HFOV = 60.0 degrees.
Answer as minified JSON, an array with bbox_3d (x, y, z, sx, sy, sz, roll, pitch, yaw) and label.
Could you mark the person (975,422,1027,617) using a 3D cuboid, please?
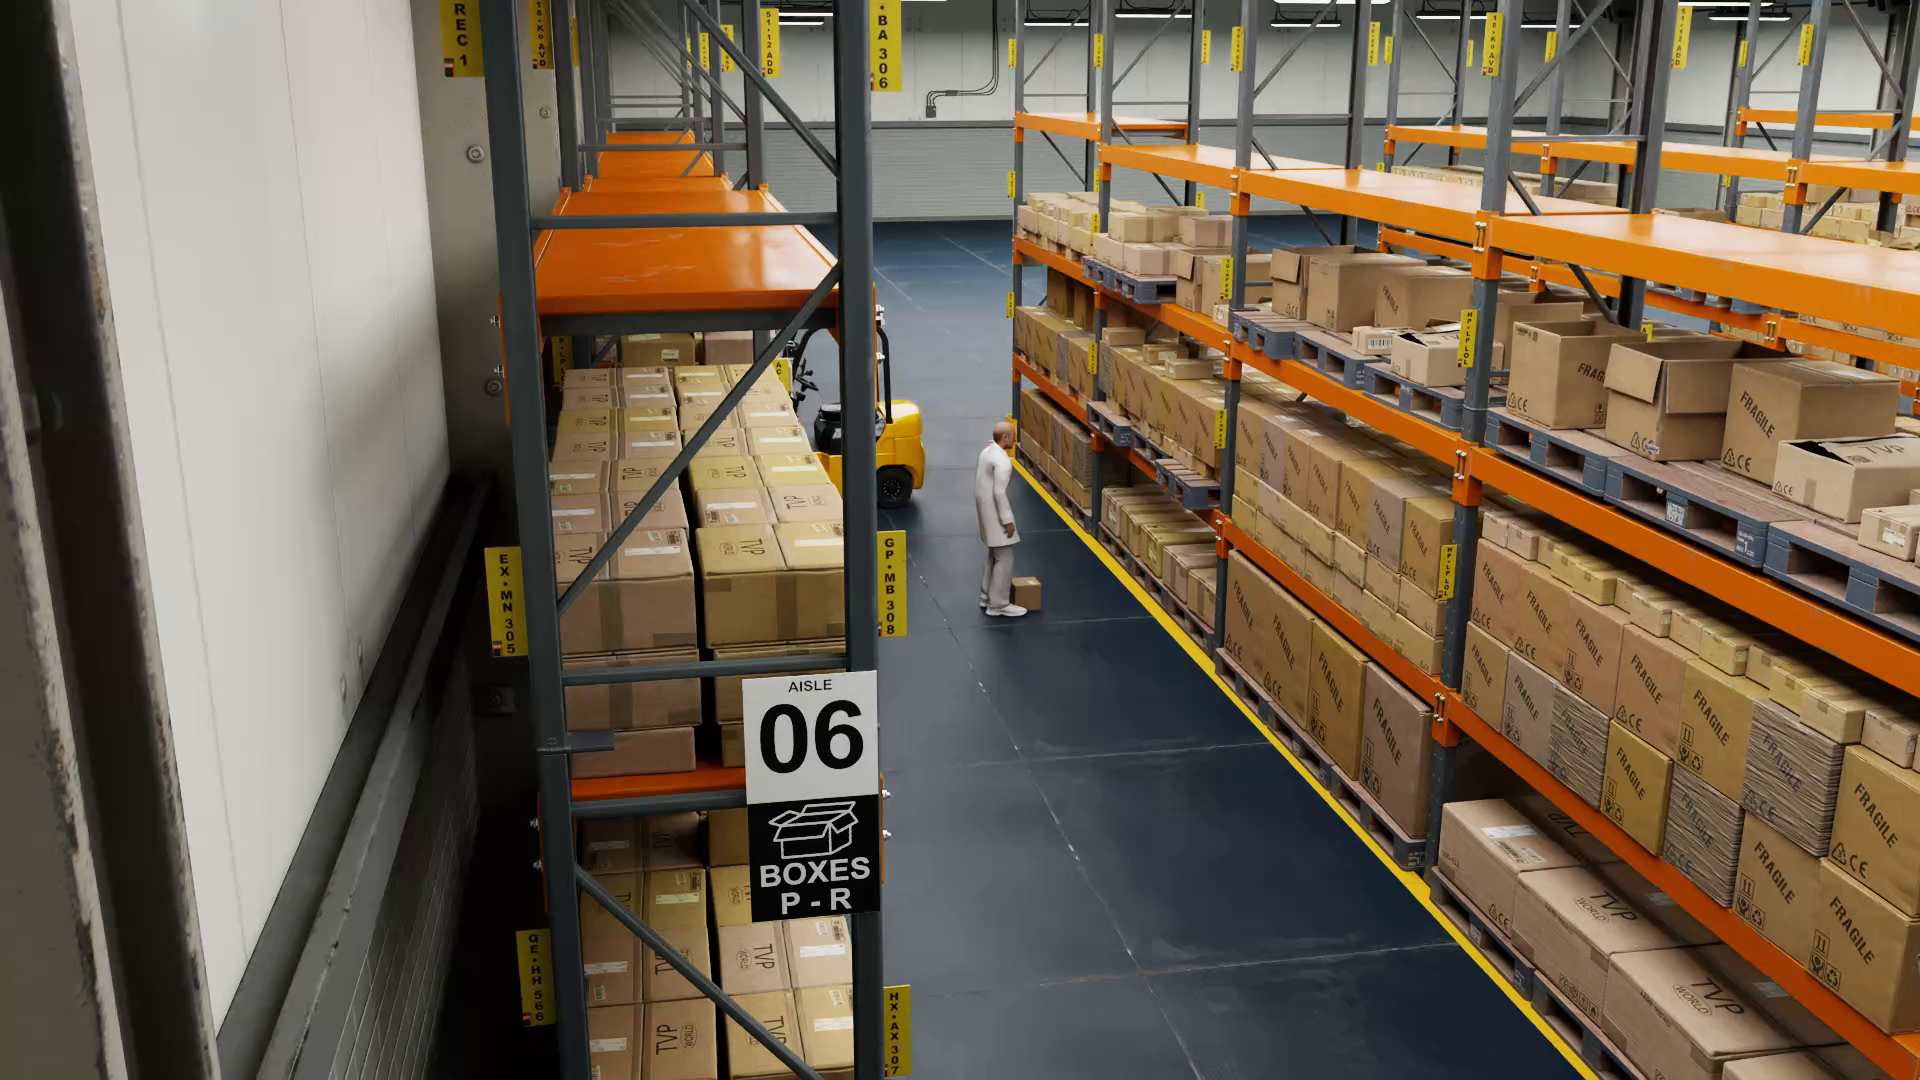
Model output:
[{"bbox_3d":[0.358,-0.211,15.295,0.428,1.772,0.640,-4,17,-13],"label":"person"}]
